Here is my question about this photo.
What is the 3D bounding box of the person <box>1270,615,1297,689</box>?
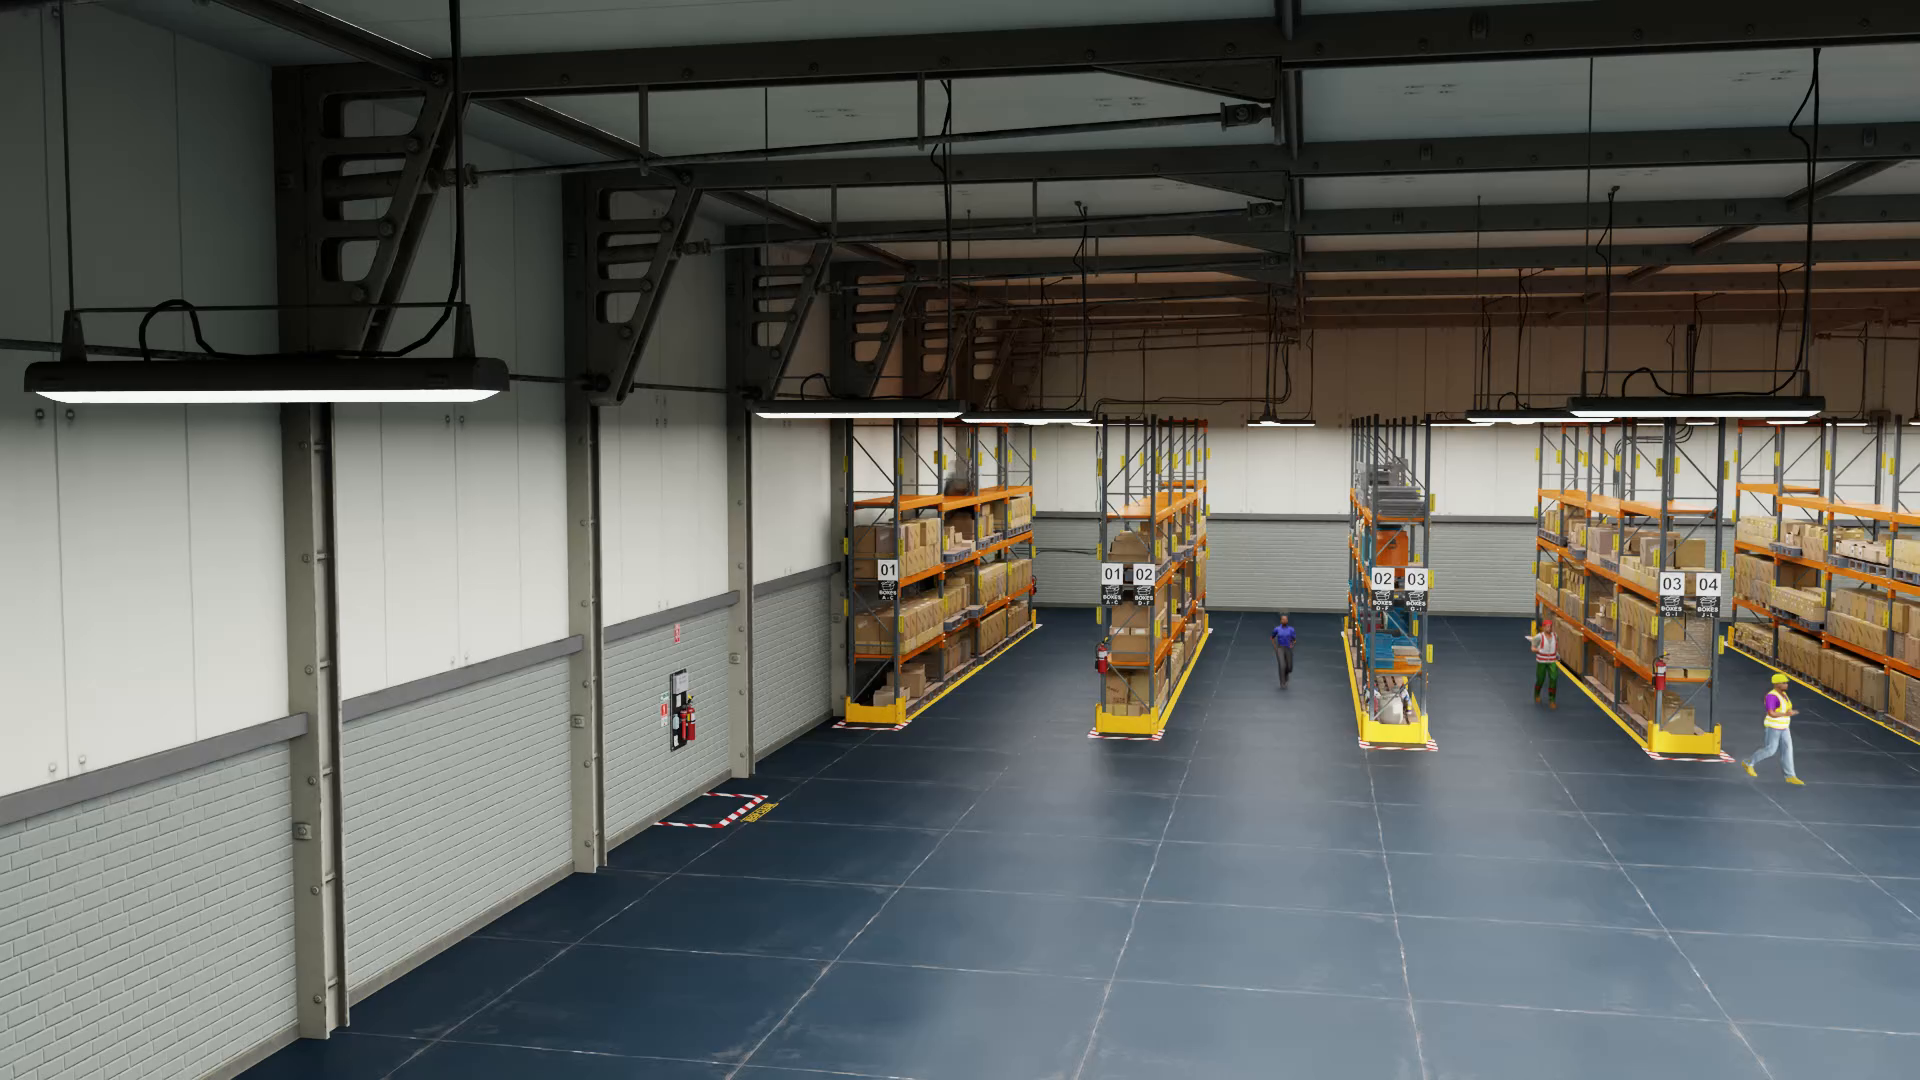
[{"bbox_3d":[7.172,2.461,36.883,0.579,1.607,0.678,0,4,3],"label":"person"}]

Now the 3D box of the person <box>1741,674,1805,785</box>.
[{"bbox_3d":[13.144,3.024,26.812,0.700,1.751,0.979,-3,5,-39],"label":"person"}]

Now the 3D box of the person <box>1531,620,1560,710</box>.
[{"bbox_3d":[12.082,2.540,34.321,0.613,1.823,0.894,0,4,4],"label":"person"}]
